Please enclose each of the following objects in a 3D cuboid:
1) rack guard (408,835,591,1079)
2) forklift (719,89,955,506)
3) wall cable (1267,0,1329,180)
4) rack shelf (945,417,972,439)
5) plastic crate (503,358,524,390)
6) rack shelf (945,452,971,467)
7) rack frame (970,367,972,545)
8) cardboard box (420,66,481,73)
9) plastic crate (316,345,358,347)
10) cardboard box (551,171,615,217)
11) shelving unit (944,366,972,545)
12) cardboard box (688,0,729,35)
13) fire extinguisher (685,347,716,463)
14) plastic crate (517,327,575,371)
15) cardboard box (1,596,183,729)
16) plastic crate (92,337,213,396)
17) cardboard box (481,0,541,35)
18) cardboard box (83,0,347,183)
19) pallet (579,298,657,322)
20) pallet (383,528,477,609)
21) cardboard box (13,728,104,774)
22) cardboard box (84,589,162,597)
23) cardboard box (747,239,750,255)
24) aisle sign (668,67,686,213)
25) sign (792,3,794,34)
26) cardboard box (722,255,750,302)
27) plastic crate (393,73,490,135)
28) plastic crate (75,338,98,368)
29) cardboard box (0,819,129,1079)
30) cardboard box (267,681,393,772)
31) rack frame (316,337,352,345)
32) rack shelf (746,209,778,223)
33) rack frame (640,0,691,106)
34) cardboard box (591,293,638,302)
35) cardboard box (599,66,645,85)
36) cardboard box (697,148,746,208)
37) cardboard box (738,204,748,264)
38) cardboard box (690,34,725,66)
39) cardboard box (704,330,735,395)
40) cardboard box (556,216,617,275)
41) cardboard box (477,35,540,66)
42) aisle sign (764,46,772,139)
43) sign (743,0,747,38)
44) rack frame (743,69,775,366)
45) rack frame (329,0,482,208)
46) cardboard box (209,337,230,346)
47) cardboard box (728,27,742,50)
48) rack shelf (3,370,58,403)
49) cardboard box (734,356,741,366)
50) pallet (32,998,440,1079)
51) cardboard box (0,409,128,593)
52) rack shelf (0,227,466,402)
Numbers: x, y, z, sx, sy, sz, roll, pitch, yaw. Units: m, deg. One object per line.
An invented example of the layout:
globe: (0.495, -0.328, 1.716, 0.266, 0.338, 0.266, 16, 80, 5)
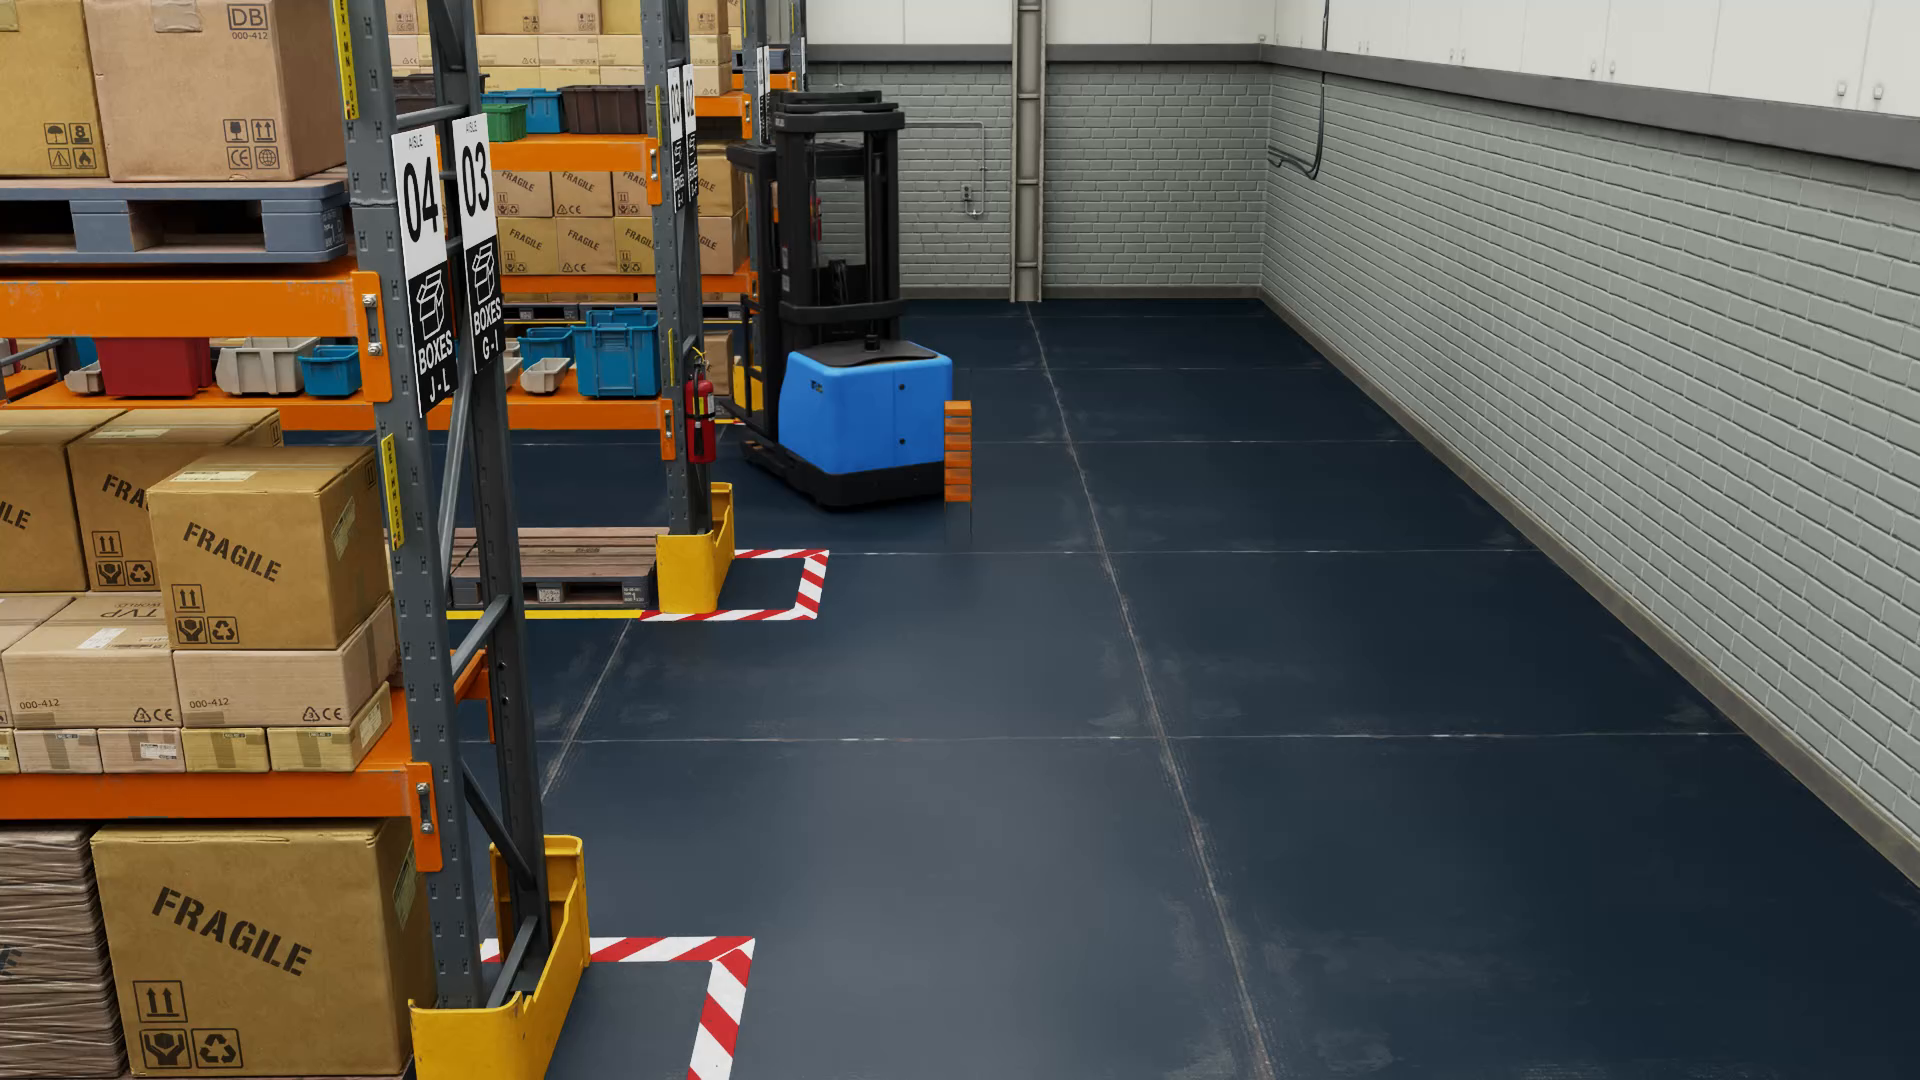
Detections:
rack guard: (-1.600, 1.551, 5.895, 0.348, 0.500, 1.175, 0, 18, -1)
forklift: (-1.147, -2.044, 13.122, 1.130, 2.935, 3.031, -9, 20, -25)
wall cable: (3.802, -5.474, 18.963, 0.112, 2.526, 3.097, 0, 18, -1)
rack shelf: (-0.014, -0.757, 11.304, 0.180, 0.103, 0.258, 0, 18, -1)
plastic crate: (-2.805, -0.999, 10.084, 0.243, 0.136, 0.396, 0, 18, -1)
rack shelf: (-0.014, -0.529, 11.378, 0.180, 0.103, 0.258, 0, 18, -1)
rack frame: (0.077, -0.572, 11.365, 0.006, 1.200, 0.240, 0, 18, -1)
cardboard box: (-4.286, -3.932, 14.231, 0.500, 0.250, 0.500, 0, 18, -1)
plastic crate: (-3.966, -1.136, 10.512, 0.466, 0.136, 0.293, 0, 18, -1)
cardboard box: (-3.241, -3.096, 14.487, 0.500, 0.500, 0.500, 0, 18, 1)
shelving unit: (-0.014, -0.571, 11.364, 0.189, 1.200, 0.258, 0, 18, -1)
cardboard box: (-2.290, -4.610, 14.295, 0.500, 0.500, 0.700, 0, 18, -1)
fire extinguisher: (-1.544, -0.800, 9.867, 0.183, 0.674, 0.296, 0, 18, -1)
plastic crate: (-2.613, -1.197, 10.545, 0.300, 0.233, 0.416, 0, 18, -1)
cardboard box: (-2.612, 0.376, 5.223, 0.500, 0.250, 0.500, -1, 18, -2)
plastic crate: (-4.805, -1.120, 9.924, 0.583, 0.464, 0.402, 0, 18, -1)
cardboard box: (-3.791, -4.624, 14.340, 0.500, 0.500, 0.700, 0, 18, -1)
cardboard box: (-2.143, -1.344, 4.901, 0.500, 0.500, 0.700, -1, 18, -4)
pallet: (-3.874, -2.817, 19.985, 1.213, 0.211, 1.003, 0, 18, -1)
pallet: (-3.744, 0.173, 10.663, 1.213, 0.211, 1.003, 0, 18, -1)
cardboard box: (-2.737, 0.586, 5.221, 0.250, 0.149, 0.380, 0, 18, 0)
cardboard box: (-2.628, 0.215, 5.726, 0.500, 0.250, 0.500, 0, 18, -2)
cardboard box: (-2.435, -3.524, 19.966, 0.250, 0.149, 0.380, 0, 18, 0)
aisle sign: (-1.626, -2.301, 9.553, 0.004, 0.787, 0.394, 0, 18, -1)
sign: (-1.864, -5.824, 18.563, 0.005, 0.325, 0.100, 0, 18, -1)
cardboard box: (-2.557, -3.154, 19.873, 0.500, 0.500, 0.700, 0, 18, -1)
plastic crate: (-3.234, -2.627, 10.018, 0.767, 0.338, 0.504, 0, 18, -1)
plastic crate: (-5.240, -1.260, 10.493, 0.575, 0.384, 0.392, 0, 18, -1)
cardboard box: (-3.173, 1.204, 5.674, 0.875, 0.875, 0.875, 0, 18, -1)
cardboard box: (-1.975, 0.583, 5.232, 0.250, 0.149, 0.380, 0, 18, 0)
rack frame: (-5.776, -2.646, 14.884, 0.127, 3.000, 1.000, 0, 18, -1)
rack shelf: (-3.859, -3.826, 19.741, 4.000, 0.370, 1.077, 0, 18, -1)
rack frame: (-1.702, -4.009, 9.312, 0.127, 3.000, 1.000, 0, 18, -1)
cardboard box: (-4.093, -3.144, 19.842, 0.500, 0.500, 0.700, 0, 18, 0)
cardboard box: (-2.786, -3.940, 14.253, 0.500, 0.250, 0.500, 0, 18, -1)
cardboard box: (-2.225, -3.267, 15.021, 0.500, 0.500, 0.500, 0, 18, 1)
cardboard box: (-2.225, -2.791, 15.173, 0.500, 0.500, 0.500, 0, 18, 0)
cardboard box: (-2.286, -4.180, 14.182, 0.500, 0.250, 0.500, 0, 18, -1)
cardboard box: (-2.317, -1.606, 15.016, 0.500, 0.500, 0.500, 0, 18, -1)
cardboard box: (-3.238, -2.623, 14.650, 0.500, 0.500, 0.500, 0, 18, 0)
cardboard box: (-3.786, -4.171, 14.157, 0.500, 0.250, 0.500, 0, 18, -1)
aisle sign: (-1.713, -3.993, 14.828, 0.004, 0.787, 0.394, 0, 18, -1)
sign: (-1.788, -4.345, 13.822, 0.005, 0.325, 0.100, 0, 18, -1)
rack frame: (-1.777, -2.665, 14.944, 0.127, 3.000, 1.000, 0, 18, -1)
rack frame: (-1.624, -2.496, 4.596, 0.127, 3.000, 1.000, 0, 18, -1)
cardboard box: (-6.760, -1.575, 14.919, 0.500, 0.500, 0.500, 0, 18, -1)
cardboard box: (-2.587, -5.698, 18.882, 0.500, 0.250, 0.500, 0, 18, 1)
rack shelf: (-7.702, -0.781, 10.248, 4.000, 0.370, 1.077, 0, 18, -1)
cardboard box: (-2.201, -1.620, 15.634, 0.250, 0.149, 0.380, 0, 18, -1)
pallet: (-2.422, 1.716, 5.852, 1.213, 0.211, 1.003, 0, 18, -1)
cardboard box: (-3.126, -0.140, 5.604, 0.500, 0.500, 0.500, -1, 18, -2)
rack shelf: (-3.624, -0.715, 5.134, 4.000, 0.370, 1.077, 0, 18, -1)
